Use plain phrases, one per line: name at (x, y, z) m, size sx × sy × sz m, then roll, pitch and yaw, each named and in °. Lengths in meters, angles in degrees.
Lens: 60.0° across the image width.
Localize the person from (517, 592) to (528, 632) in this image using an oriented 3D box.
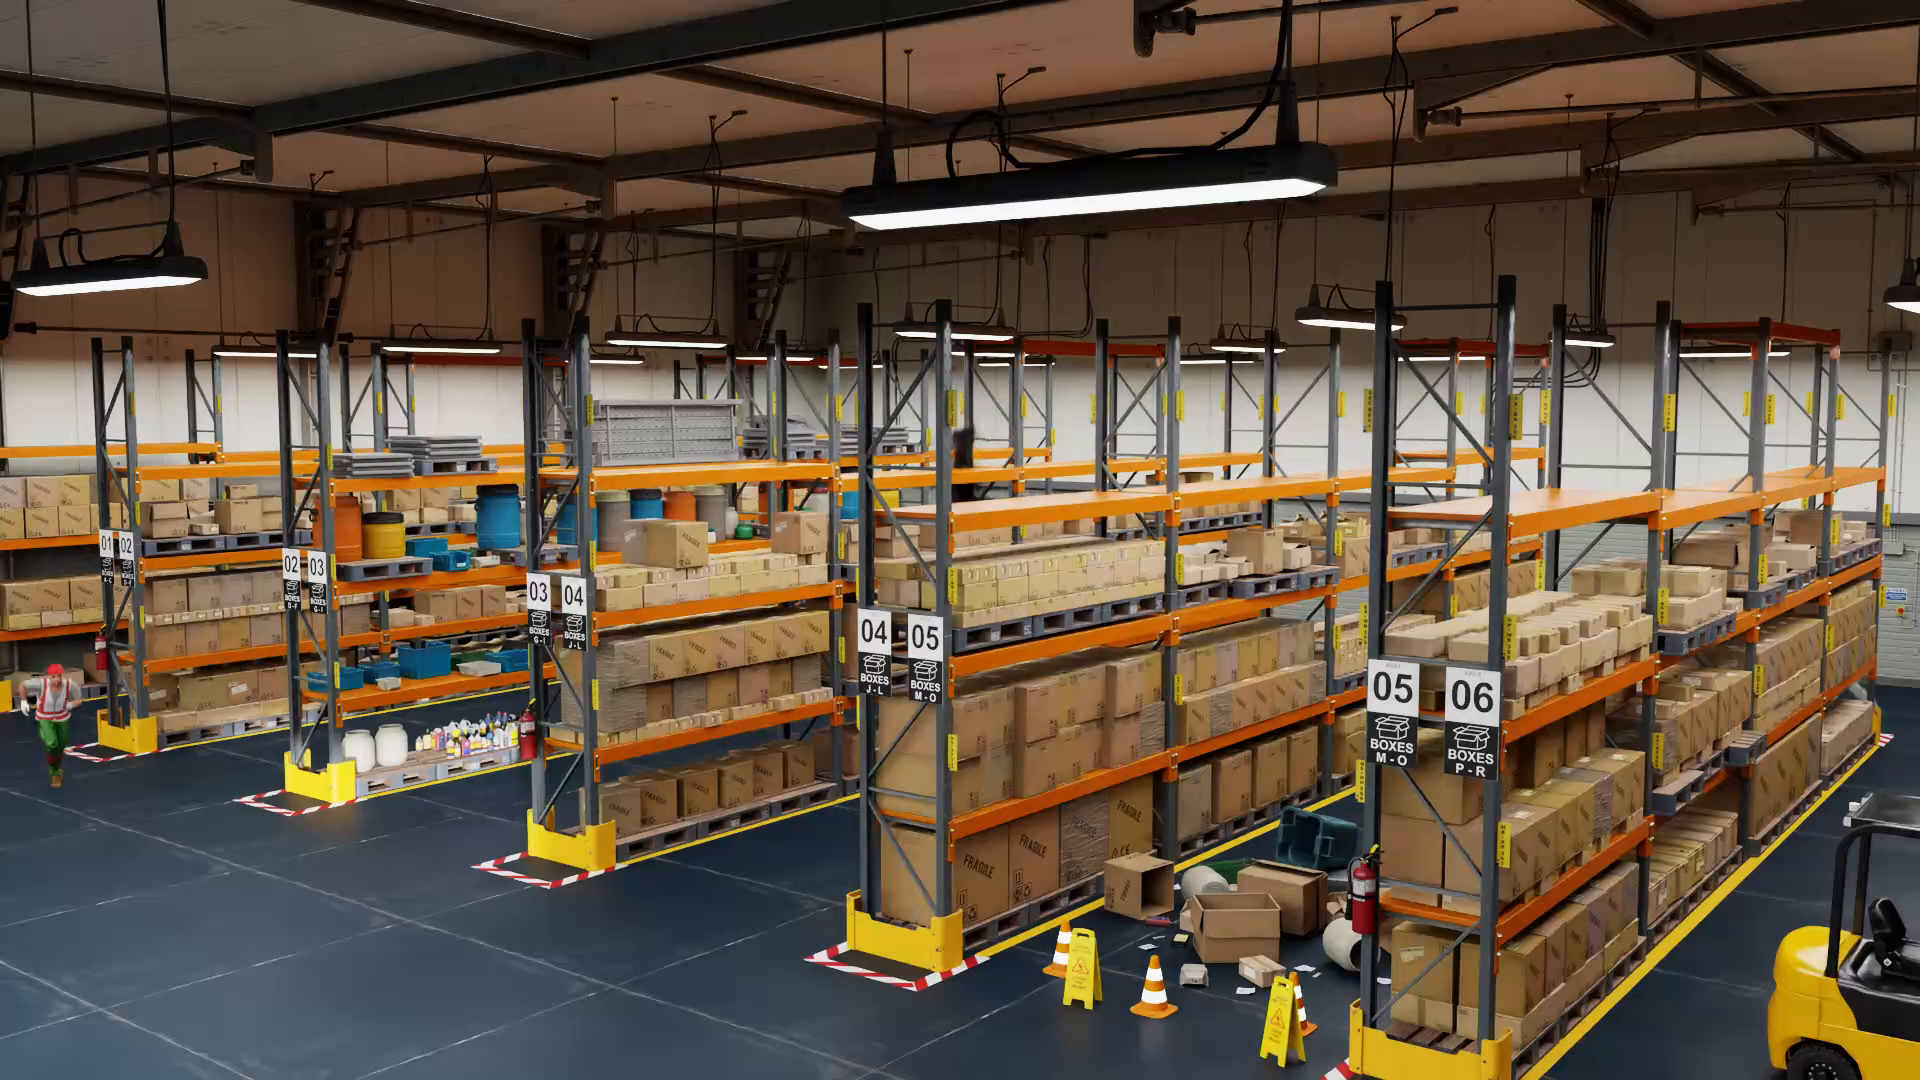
person at (-8.225, 1.681, 32.084) m, size 0.558 × 1.445 × 1.087 m, roll 2°, pitch 5°, yaw 21°

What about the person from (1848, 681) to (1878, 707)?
person at (14.292, 2.074, 26.848) m, size 0.933 × 1.607 × 0.607 m, roll 2°, pitch 5°, yaw 25°

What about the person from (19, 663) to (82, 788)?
person at (-12.041, 2.439, 22.049) m, size 0.715 × 1.702 × 0.996 m, roll -3°, pitch 6°, yaw -34°
